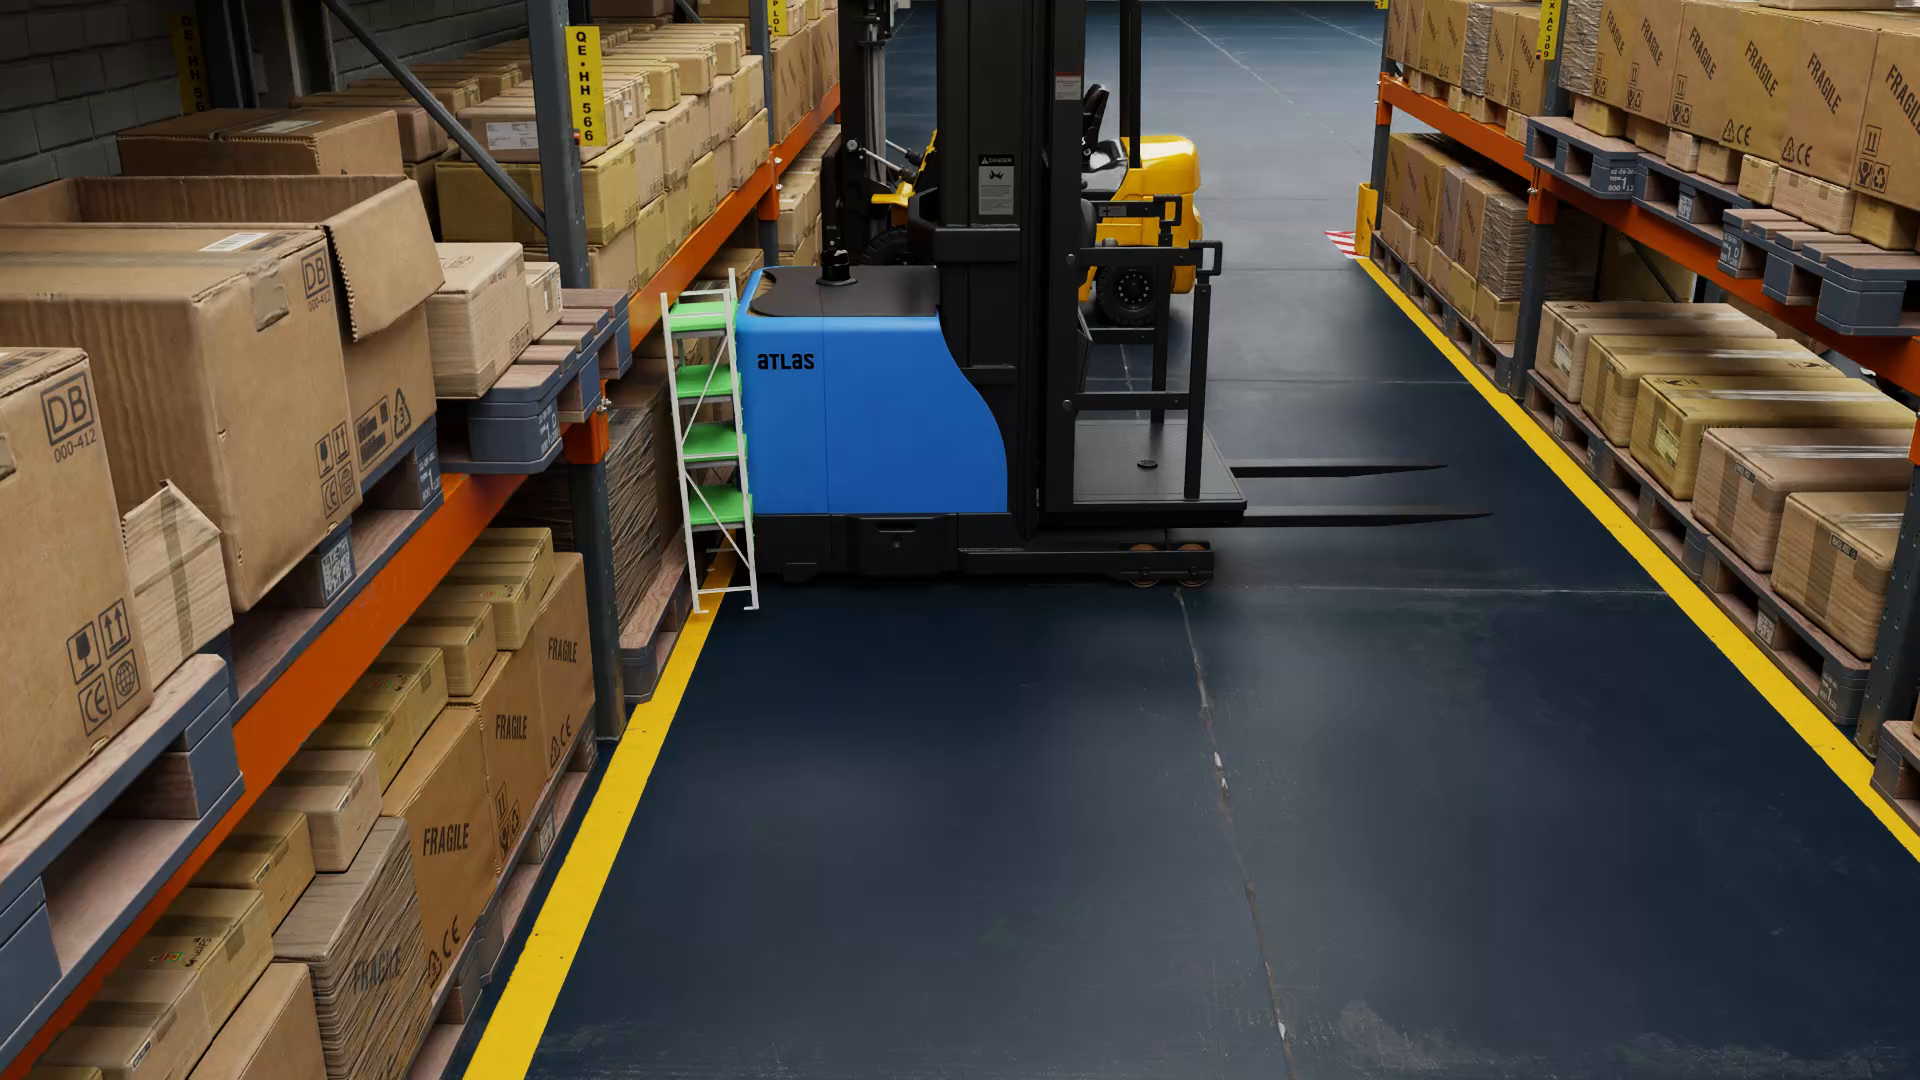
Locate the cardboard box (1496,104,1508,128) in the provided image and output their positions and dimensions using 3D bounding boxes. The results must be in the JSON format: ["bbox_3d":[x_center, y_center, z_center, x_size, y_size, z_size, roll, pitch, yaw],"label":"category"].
[{"bbox_3d":[3.302,-2.440,9.517,0.380,0.149,0.250,0,21,1],"label":"cardboard box"}]

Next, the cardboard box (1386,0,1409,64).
[{"bbox_3d":[3.319,-3.627,11.681,0.500,0.500,0.500,0,21,1],"label":"cardboard box"}]

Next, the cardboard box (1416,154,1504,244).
[{"bbox_3d":[3.275,-2.206,10.752,0.500,0.500,0.500,1,21,3],"label":"cardboard box"}]

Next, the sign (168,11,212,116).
[{"bbox_3d":[-2.149,-1.315,4.672,0.100,0.325,0.005,1,21,2],"label":"sign"}]

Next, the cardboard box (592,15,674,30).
[{"bbox_3d":[-1.719,-2.685,8.768,0.380,0.149,0.250,1,21,1],"label":"cardboard box"}]

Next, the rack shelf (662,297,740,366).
[{"bbox_3d":[-0.947,-0.774,6.136,0.258,0.148,0.480,-4,18,-4],"label":"rack shelf"}]

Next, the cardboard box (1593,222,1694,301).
[{"bbox_3d":[3.777,-1.638,9.287,0.500,0.500,0.500,2,21,4],"label":"cardboard box"}]

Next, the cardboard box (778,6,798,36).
[{"bbox_3d":[-1.132,-2.955,9.463,0.380,0.149,0.250,1,21,3],"label":"cardboard box"}]

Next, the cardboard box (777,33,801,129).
[{"bbox_3d":[-1.199,-2.610,9.470,0.500,0.500,0.500,1,21,3],"label":"cardboard box"}]

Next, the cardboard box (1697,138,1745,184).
[{"bbox_3d":[3.110,-1.478,6.459,0.380,0.149,0.250,0,21,0],"label":"cardboard box"}]

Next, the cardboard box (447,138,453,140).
[{"bbox_3d":[-1.844,-1.284,5.708,0.500,0.250,0.500,1,21,2],"label":"cardboard box"}]

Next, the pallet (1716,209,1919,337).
[{"bbox_3d":[3.283,-0.887,5.433,1.213,0.211,1.003,1,21,2],"label":"pallet"}]

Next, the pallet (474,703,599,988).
[{"bbox_3d":[-1.654,0.799,4.679,1.003,0.211,1.213,1,21,2],"label":"pallet"}]

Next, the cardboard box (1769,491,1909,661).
[{"bbox_3d":[3.395,0.108,5.657,0.950,0.372,0.625,-1,21,-2],"label":"cardboard box"}]

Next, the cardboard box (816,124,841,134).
[{"bbox_3d":[-1.053,-2.873,12.126,0.500,0.250,0.500,1,21,3],"label":"cardboard box"}]

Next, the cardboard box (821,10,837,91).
[{"bbox_3d":[-1.128,-3.342,11.356,0.500,0.500,0.500,1,21,3],"label":"cardboard box"}]

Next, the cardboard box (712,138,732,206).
[{"bbox_3d":[-1.282,-1.601,7.216,0.500,0.250,0.500,1,21,2],"label":"cardboard box"}]

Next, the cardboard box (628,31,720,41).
[{"bbox_3d":[-1.311,-2.259,7.669,0.380,0.149,0.250,1,21,2],"label":"cardboard box"}]

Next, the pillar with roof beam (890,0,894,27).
[{"bbox_3d":[2.760,-14.849,32.857,9.100,9.000,0.400,1,21,2],"label":"pillar with roof beam"}]

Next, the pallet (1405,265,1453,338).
[{"bbox_3d":[3.509,-1.549,10.730,1.003,0.211,1.213,1,21,2],"label":"pallet"}]

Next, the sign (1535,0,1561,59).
[{"bbox_3d":[2.947,-2.571,8.311,0.100,0.325,0.005,1,21,2],"label":"sign"}]

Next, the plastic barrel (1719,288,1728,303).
[{"bbox_3d":[5.061,-1.646,10.685,0.512,0.421,0.421,18,27,38],"label":"plastic barrel"}]

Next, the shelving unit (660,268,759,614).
[{"bbox_3d":[-0.926,-0.379,6.265,0.258,1.200,0.503,-4,18,-4],"label":"shelving unit"}]

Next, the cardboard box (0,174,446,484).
[{"bbox_3d":[-1.459,-0.422,3.248,0.797,0.503,0.637,0,21,0],"label":"cardboard box"}]

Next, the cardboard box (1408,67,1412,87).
[{"bbox_3d":[3.311,-3.186,11.440,0.380,0.149,0.250,0,21,0],"label":"cardboard box"}]

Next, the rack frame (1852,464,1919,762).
[{"bbox_3d":[3.368,-0.718,4.731,1.000,3.000,0.127,1,21,2],"label":"rack frame"}]

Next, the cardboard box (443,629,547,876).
[{"bbox_3d":[-1.418,0.535,4.379,0.500,0.500,0.500,0,21,1],"label":"cardboard box"}]

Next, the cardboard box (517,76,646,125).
[{"bbox_3d":[-1.306,-1.516,5.755,0.380,0.149,0.250,1,21,2],"label":"cardboard box"}]

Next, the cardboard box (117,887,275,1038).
[{"bbox_3d":[-1.462,0.743,2.945,0.380,0.149,0.250,1,21,4],"label":"cardboard box"}]

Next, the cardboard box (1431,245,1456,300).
[{"bbox_3d":[3.265,-1.671,10.409,0.500,0.250,0.500,1,21,2],"label":"cardboard box"}]

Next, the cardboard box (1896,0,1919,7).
[{"bbox_3d":[3.654,-1.820,6.443,0.500,0.500,0.500,0,21,0],"label":"cardboard box"}]

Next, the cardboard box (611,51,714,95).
[{"bbox_3d":[-1.201,-1.881,6.695,0.380,0.149,0.250,0,21,0],"label":"cardboard box"}]

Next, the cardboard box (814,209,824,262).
[{"bbox_3d":[-1.109,-1.899,10.307,0.500,0.250,0.500,0,21,1],"label":"cardboard box"}]

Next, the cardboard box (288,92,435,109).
[{"bbox_3d":[-1.890,-1.336,5.289,0.380,0.149,0.250,1,21,3],"label":"cardboard box"}]

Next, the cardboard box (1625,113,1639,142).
[{"bbox_3d":[3.208,-1.853,7.424,0.380,0.149,0.250,2,21,5],"label":"cardboard box"}]

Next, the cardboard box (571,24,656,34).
[{"bbox_3d":[-1.697,-2.441,8.139,0.380,0.149,0.250,0,21,0],"label":"cardboard box"}]

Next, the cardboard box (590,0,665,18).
[{"bbox_3d":[-1.765,-2.824,8.713,0.380,0.149,0.250,1,21,2],"label":"cardboard box"}]

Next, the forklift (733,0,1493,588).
[{"bbox_3d":[0.623,-1.372,6.513,3.031,2.935,1.130,-1,21,-1],"label":"forklift"}]

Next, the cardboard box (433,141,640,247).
[{"bbox_3d":[-1.311,-1.091,5.211,0.500,0.250,0.500,1,21,2],"label":"cardboard box"}]

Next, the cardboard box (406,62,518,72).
[{"bbox_3d":[-1.874,-1.703,6.236,0.380,0.149,0.250,0,21,1],"label":"cardboard box"}]

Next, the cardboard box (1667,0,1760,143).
[{"bbox_3d":[3.140,-1.833,6.476,0.500,0.500,0.500,0,21,-1],"label":"cardboard box"}]

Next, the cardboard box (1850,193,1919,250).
[{"bbox_3d":[3.078,-1.015,5.265,0.380,0.149,0.250,1,21,2],"label":"cardboard box"}]

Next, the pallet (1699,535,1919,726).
[{"bbox_3d":[3.393,0.300,5.964,1.003,0.211,1.213,1,21,2],"label":"pallet"}]

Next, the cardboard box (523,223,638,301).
[{"bbox_3d":[-1.336,-0.859,5.302,0.500,0.250,0.500,1,21,2],"label":"cardboard box"}]

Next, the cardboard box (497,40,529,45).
[{"bbox_3d":[-1.786,-2.072,7.188,0.380,0.149,0.250,1,21,2],"label":"cardboard box"}]

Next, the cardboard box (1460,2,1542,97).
[{"bbox_3d":[3.274,-2.886,9.772,0.500,0.500,0.500,1,21,3],"label":"cardboard box"}]

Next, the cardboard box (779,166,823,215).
[{"bbox_3d":[-1.115,-2.133,10.219,0.500,0.250,0.500,1,21,3],"label":"cardboard box"}]

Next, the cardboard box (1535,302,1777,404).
[{"bbox_3d":[3.476,-0.945,8.369,0.950,0.372,0.625,1,21,2],"label":"cardboard box"}]

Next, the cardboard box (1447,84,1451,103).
[{"bbox_3d":[3.297,-2.810,10.470,0.380,0.149,0.250,0,21,0],"label":"cardboard box"}]

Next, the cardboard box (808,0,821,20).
[{"bbox_3d":[-1.096,-3.420,10.661,0.380,0.149,0.250,1,21,2],"label":"cardboard box"}]

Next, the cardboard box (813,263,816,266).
[{"bbox_3d":[-1.127,-1.486,9.933,0.500,0.250,0.500,0,21,0],"label":"cardboard box"}]

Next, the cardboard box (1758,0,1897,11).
[{"bbox_3d":[3.135,-1.996,5.999,0.380,0.149,0.250,0,21,-1],"label":"cardboard box"}]

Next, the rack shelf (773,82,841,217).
[{"bbox_3d":[-1.411,-2.605,10.590,1.077,0.370,4.000,1,21,2],"label":"rack shelf"}]

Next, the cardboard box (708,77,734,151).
[{"bbox_3d":[-1.261,-1.829,7.112,0.500,0.250,0.500,1,21,3],"label":"cardboard box"}]

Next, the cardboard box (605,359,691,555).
[{"bbox_3d":[-1.549,-0.321,6.412,0.875,0.625,0.625,1,21,3],"label":"cardboard box"}]

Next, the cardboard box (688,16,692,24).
[{"bbox_3d":[-1.660,-3.055,9.720,0.380,0.149,0.250,1,21,3],"label":"cardboard box"}]

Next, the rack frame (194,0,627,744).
[{"bbox_3d":[-1.594,-0.771,4.869,1.000,3.000,0.127,1,21,2],"label":"rack frame"}]

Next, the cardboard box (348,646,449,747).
[{"bbox_3d":[-1.439,0.366,3.916,0.380,0.149,0.250,1,21,3],"label":"cardboard box"}]
